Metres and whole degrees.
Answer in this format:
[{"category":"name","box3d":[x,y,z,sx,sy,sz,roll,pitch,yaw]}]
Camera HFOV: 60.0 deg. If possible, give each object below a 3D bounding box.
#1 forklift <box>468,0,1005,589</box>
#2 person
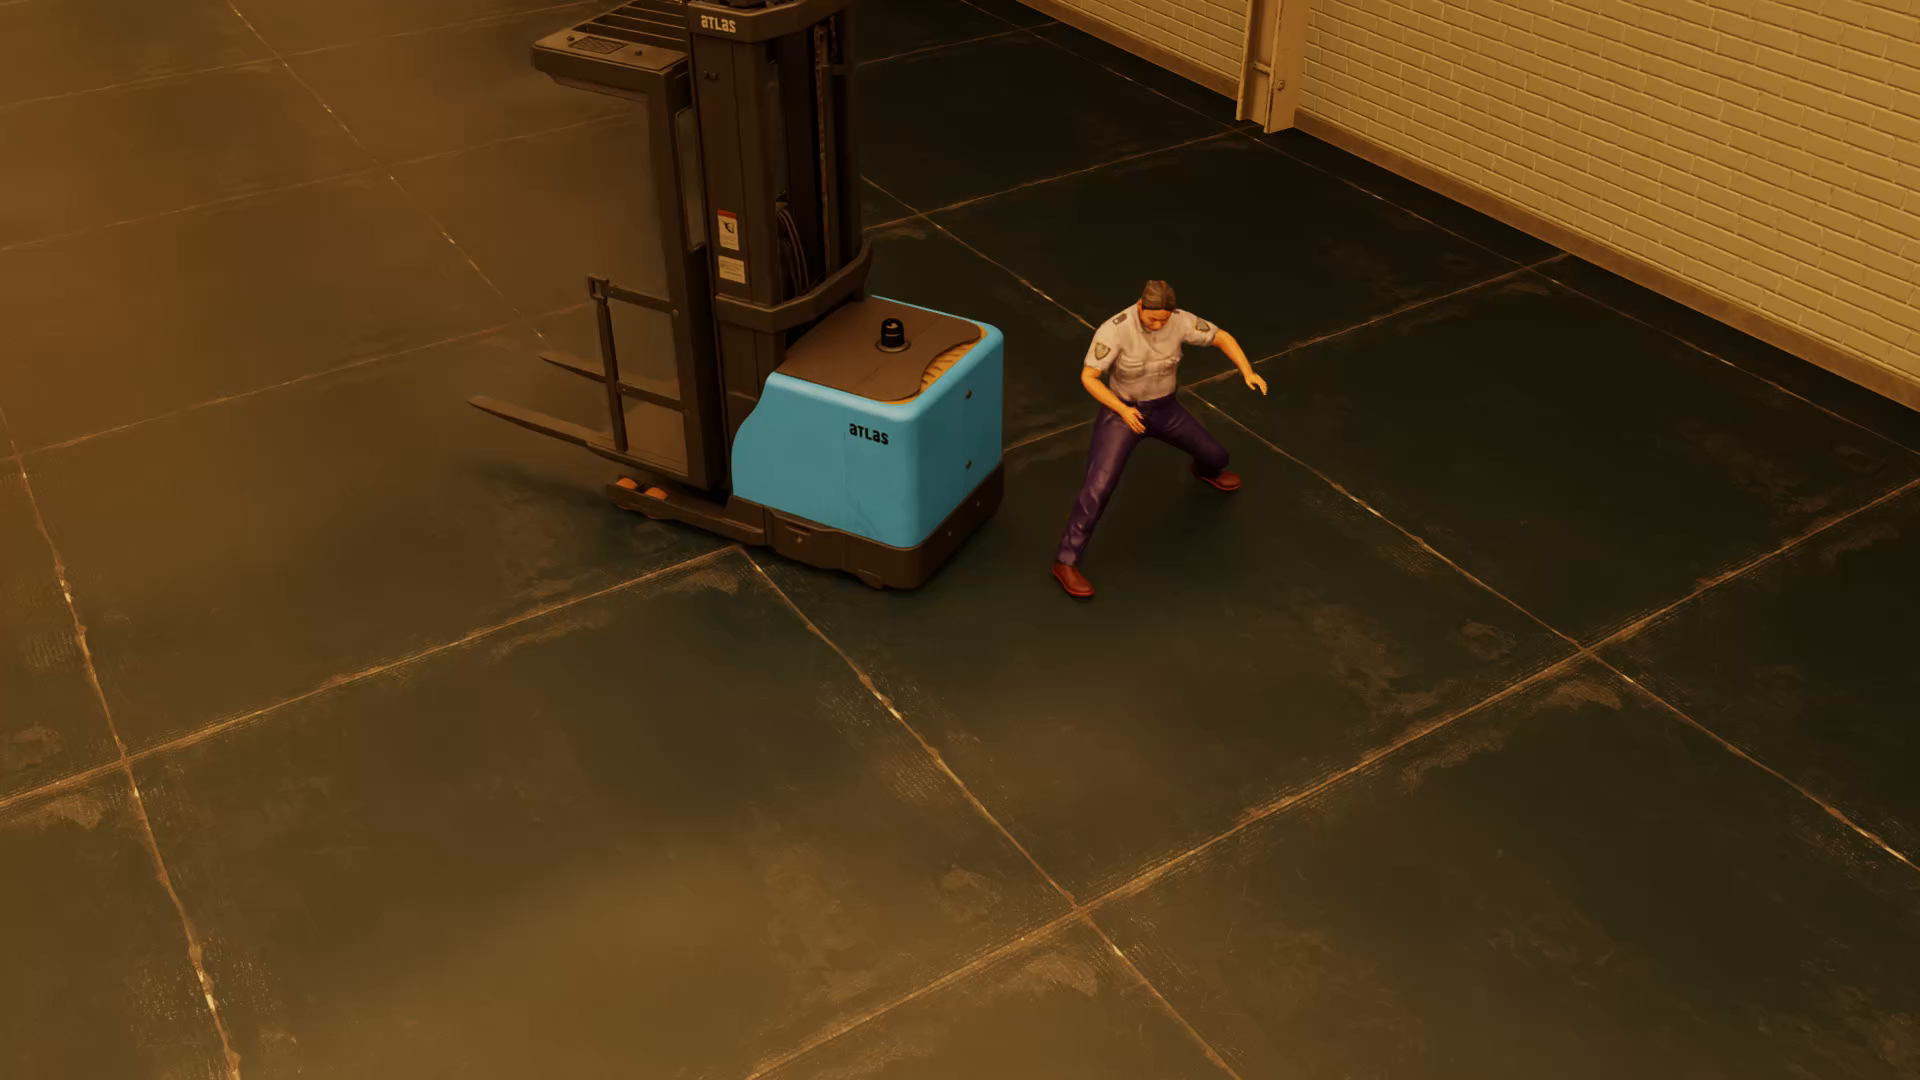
[{"category":"forklift","box3d":[-1.307,-1.556,8.363,3.031,2.935,1.130,17,39,23]},{"category":"person","box3d":[1.017,-0.615,8.306,1.273,1.433,0.824,-11,37,-16]}]
